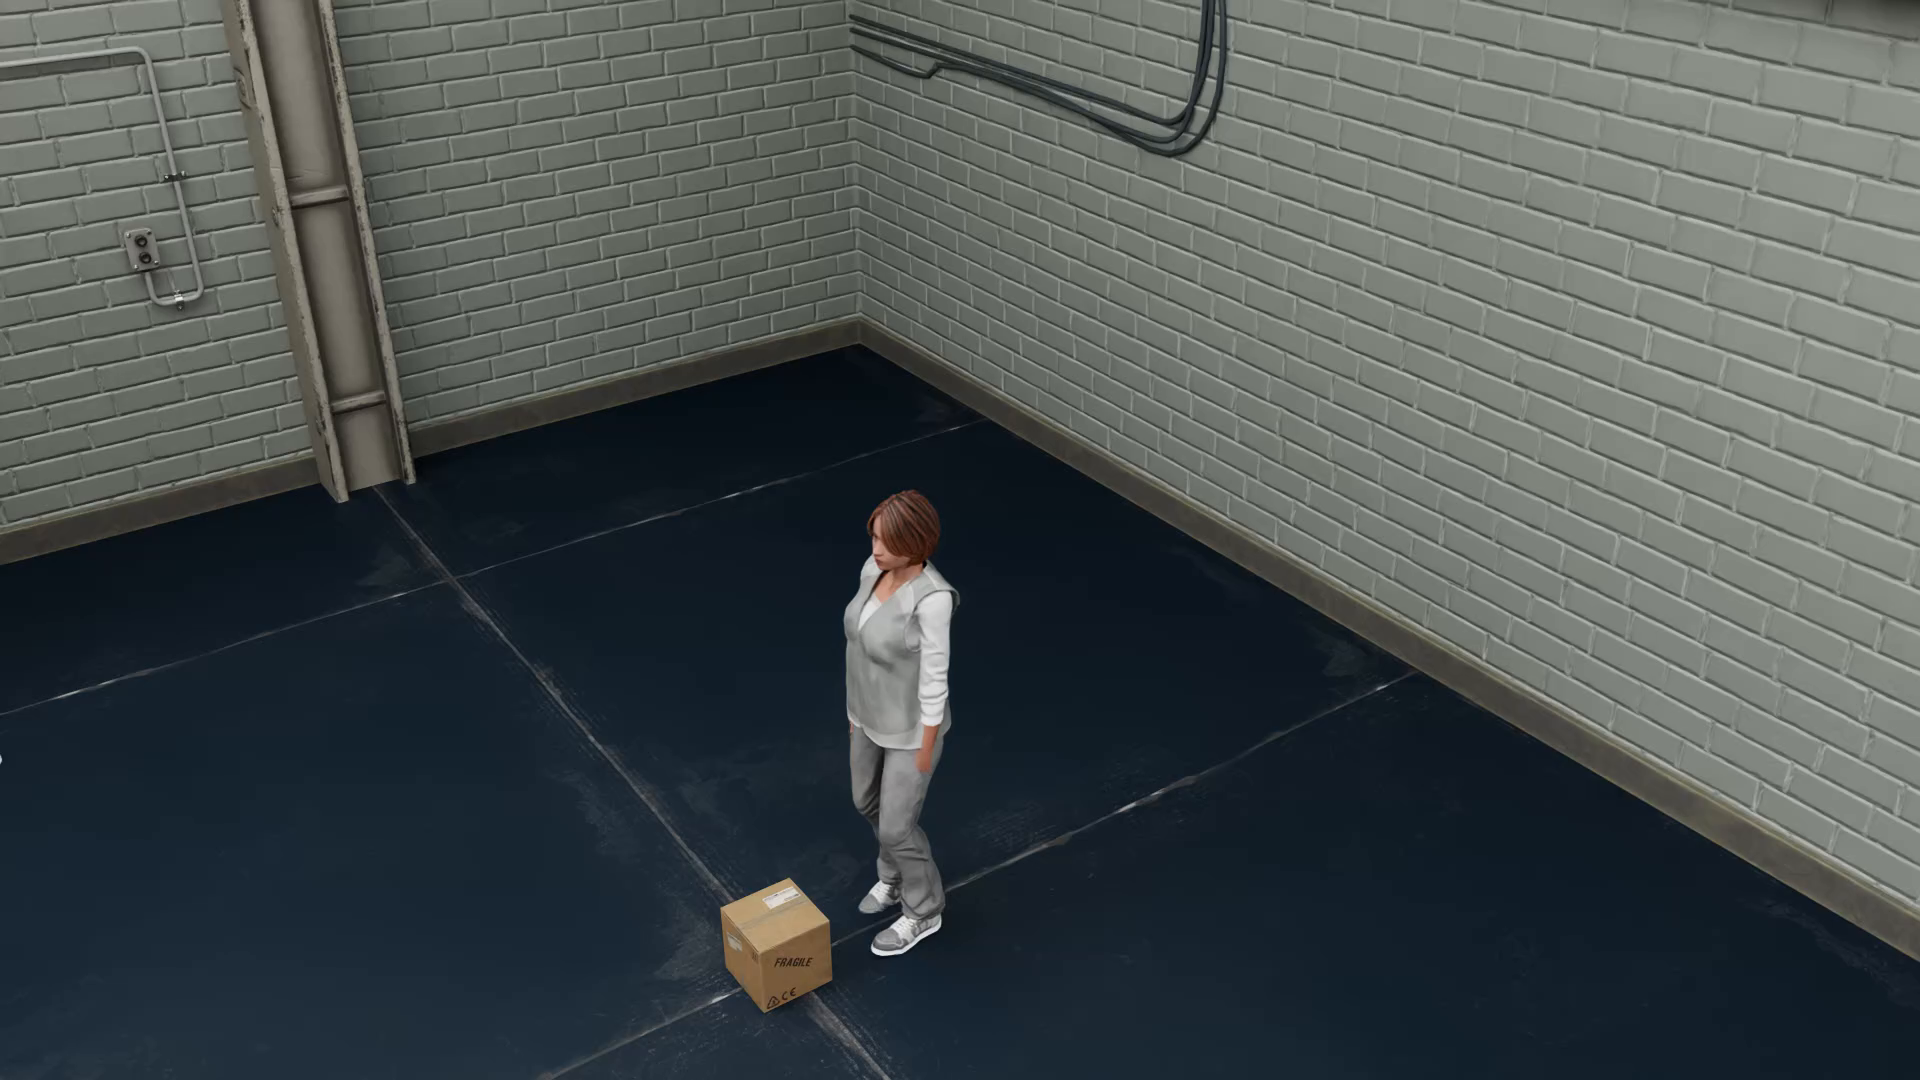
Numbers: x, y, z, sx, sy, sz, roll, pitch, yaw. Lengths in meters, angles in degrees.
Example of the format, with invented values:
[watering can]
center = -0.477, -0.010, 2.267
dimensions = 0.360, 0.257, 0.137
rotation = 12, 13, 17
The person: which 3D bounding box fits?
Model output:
[person]
center = -0.193, 0.586, 5.126
dimensions = 0.331, 1.624, 0.409
rotation = -18, 34, -29
